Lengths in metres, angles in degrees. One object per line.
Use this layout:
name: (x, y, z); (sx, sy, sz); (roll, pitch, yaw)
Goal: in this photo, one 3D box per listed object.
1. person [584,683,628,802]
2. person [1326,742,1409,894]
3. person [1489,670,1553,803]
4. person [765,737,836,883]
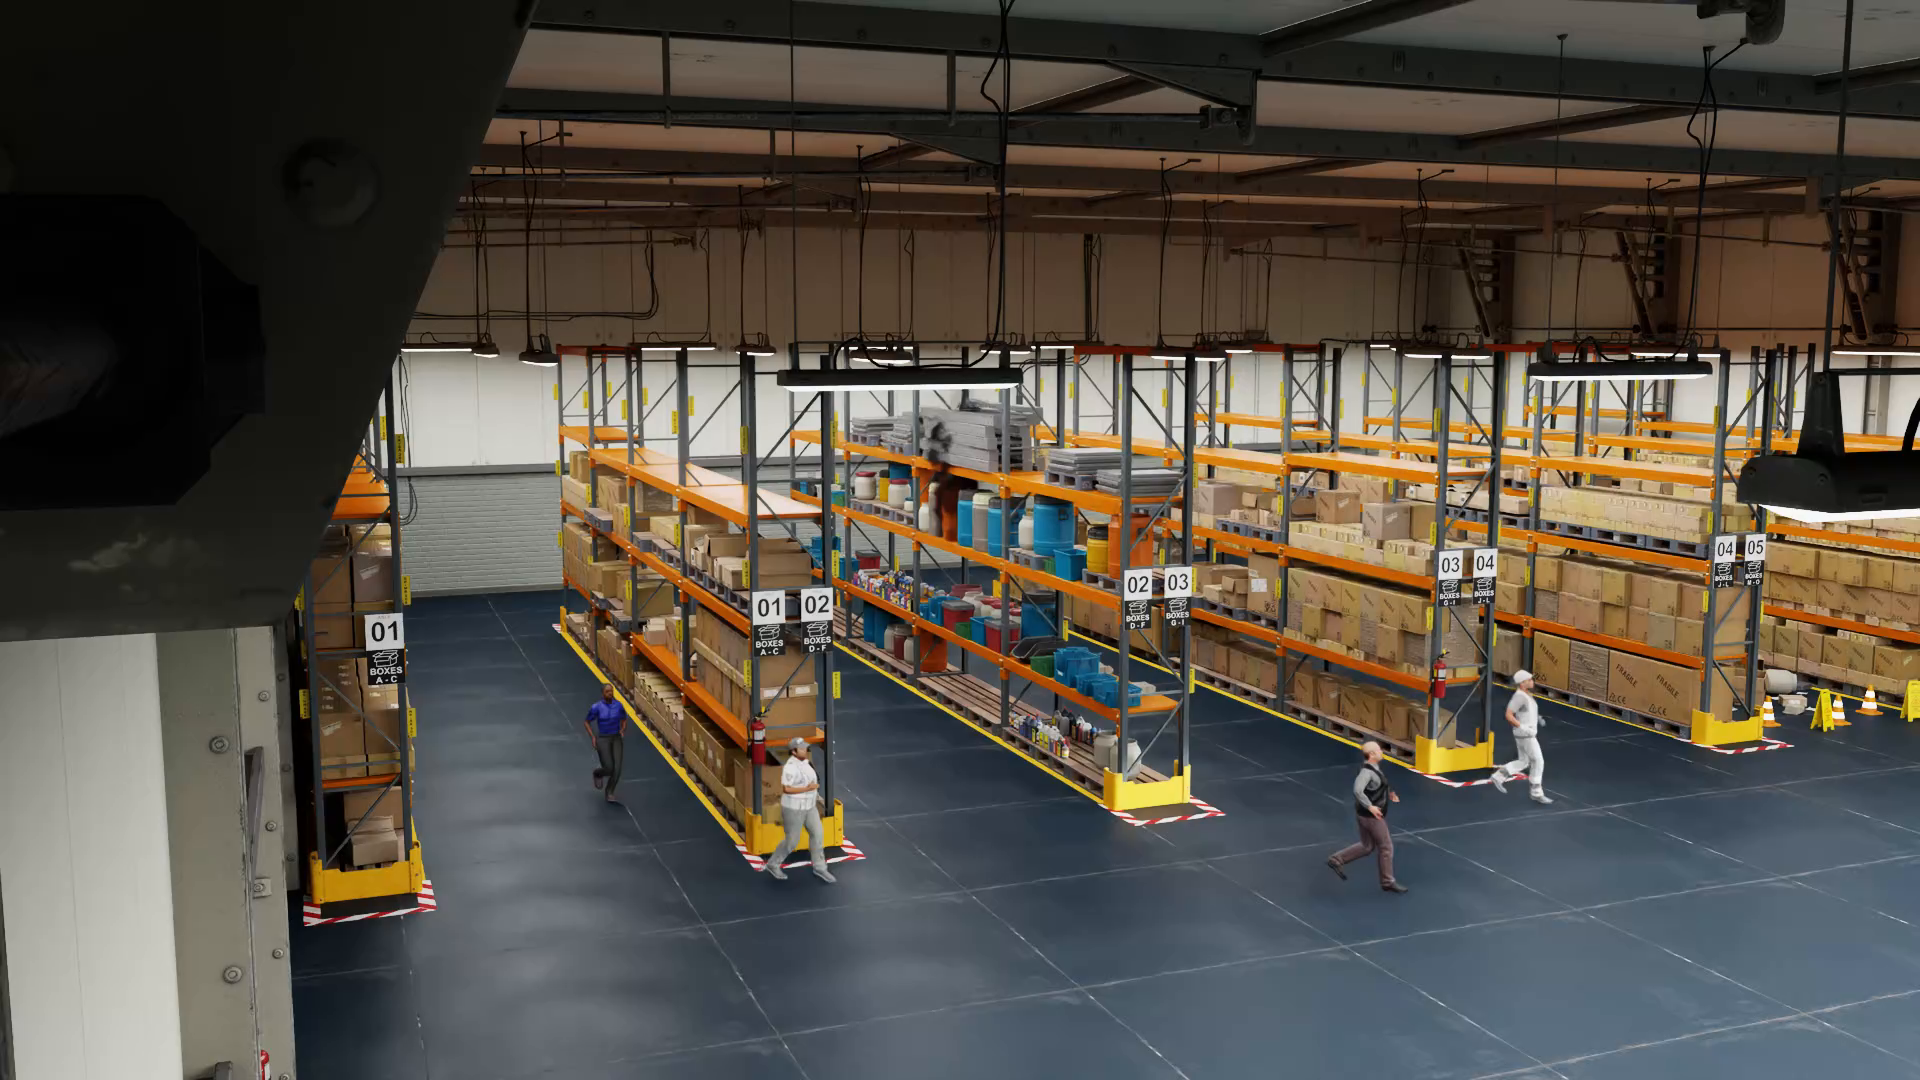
person: (-4.711, 2.710, 22.321); (0.574, 1.603, 0.561); (-4, 9, -32)
person: (4.615, 3.103, 18.687); (0.889, 1.709, 0.671); (1, 7, 8)
person: (7.573, 2.636, 22.367); (0.840, 1.792, 0.695); (2, 8, 18)
person: (-1.849, 3.091, 18.999); (0.792, 1.704, 0.589); (3, 8, 21)
